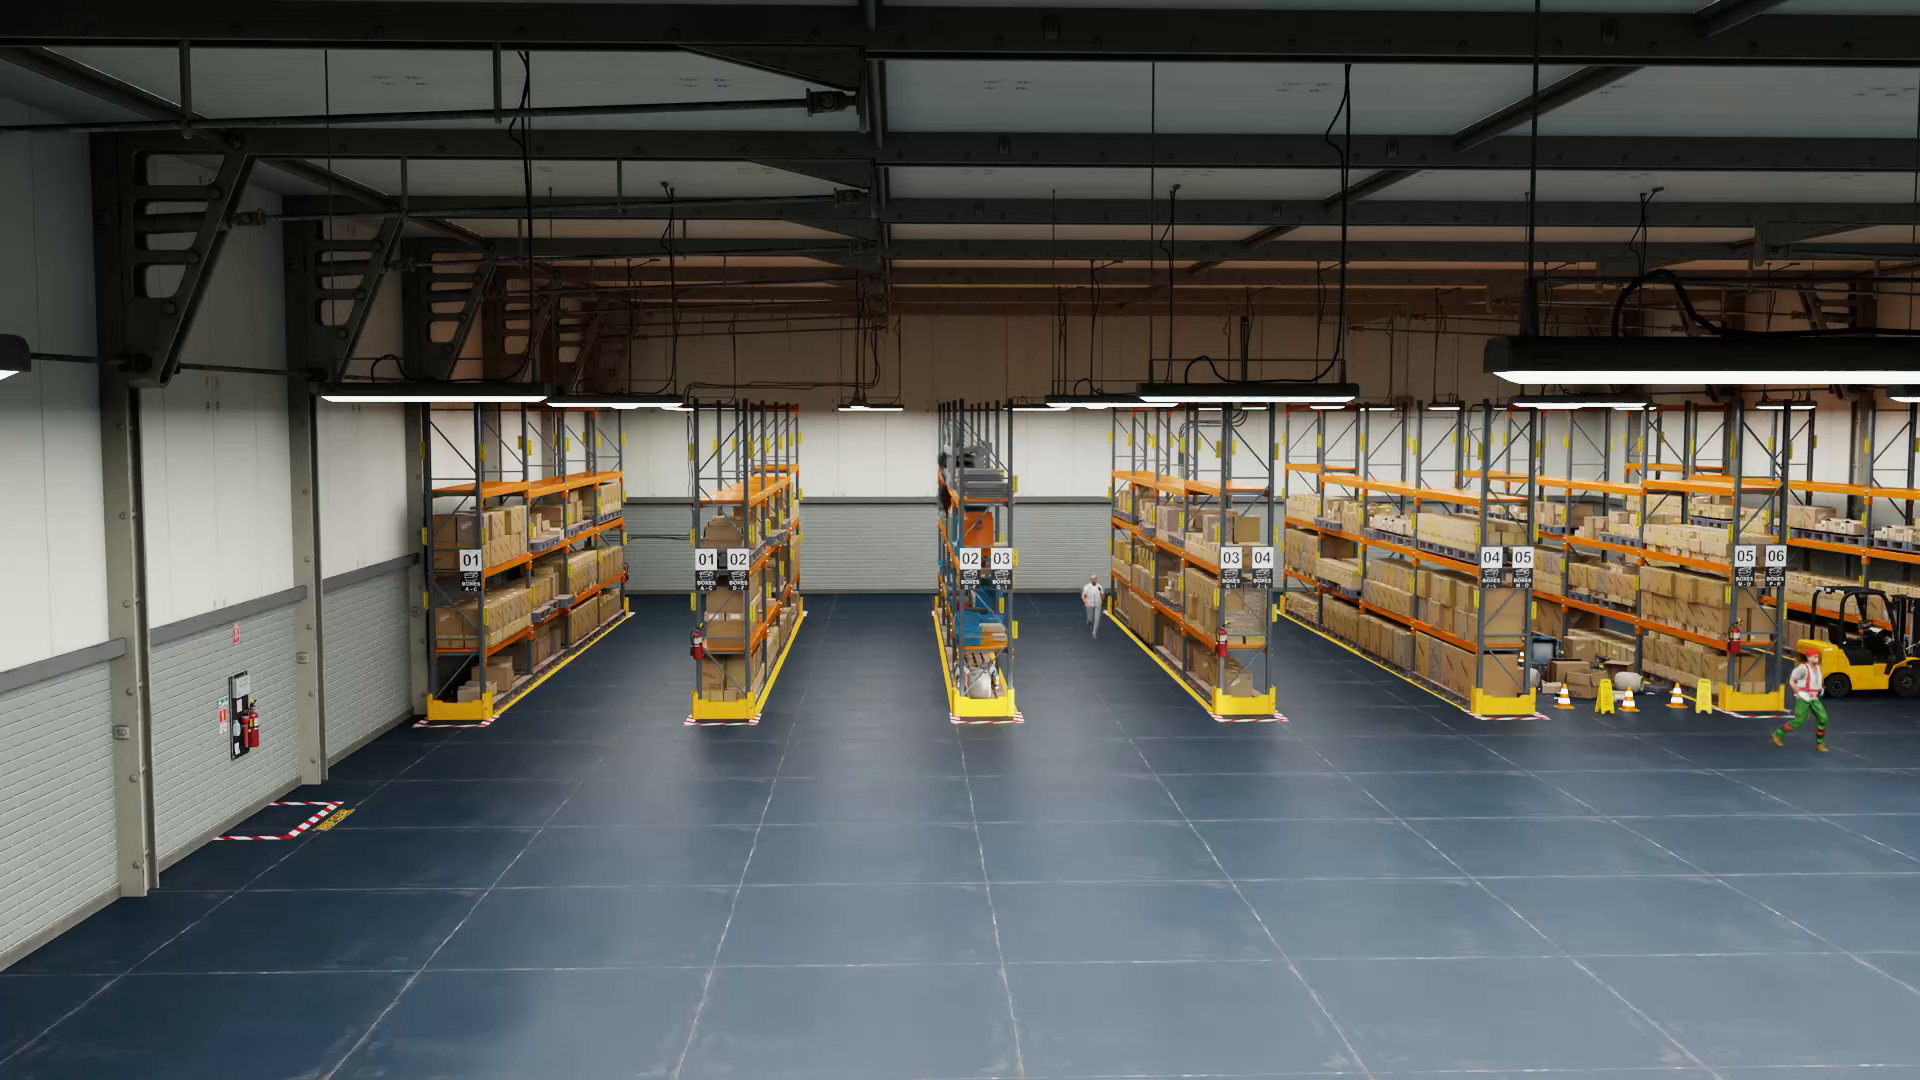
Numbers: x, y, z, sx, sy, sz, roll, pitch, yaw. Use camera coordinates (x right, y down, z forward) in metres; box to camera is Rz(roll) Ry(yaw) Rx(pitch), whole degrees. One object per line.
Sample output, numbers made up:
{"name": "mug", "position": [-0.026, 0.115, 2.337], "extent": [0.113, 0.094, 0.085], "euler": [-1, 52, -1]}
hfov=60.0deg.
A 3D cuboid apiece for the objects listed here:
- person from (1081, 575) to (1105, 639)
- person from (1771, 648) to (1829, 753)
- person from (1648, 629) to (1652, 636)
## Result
{"name": "person", "position": [3.419, 1.693, 42.562], "extent": [0.616, 1.632, 0.599], "euler": [0, 4, -6]}
{"name": "person", "position": [14.372, 2.719, 28.271], "extent": [0.885, 1.778, 0.732], "euler": [-2, 5, -26]}
{"name": "person", "position": [16.523, 1.870, 39.326], "extent": [0.566, 1.697, 0.919], "euler": [-1, 4, -7]}
